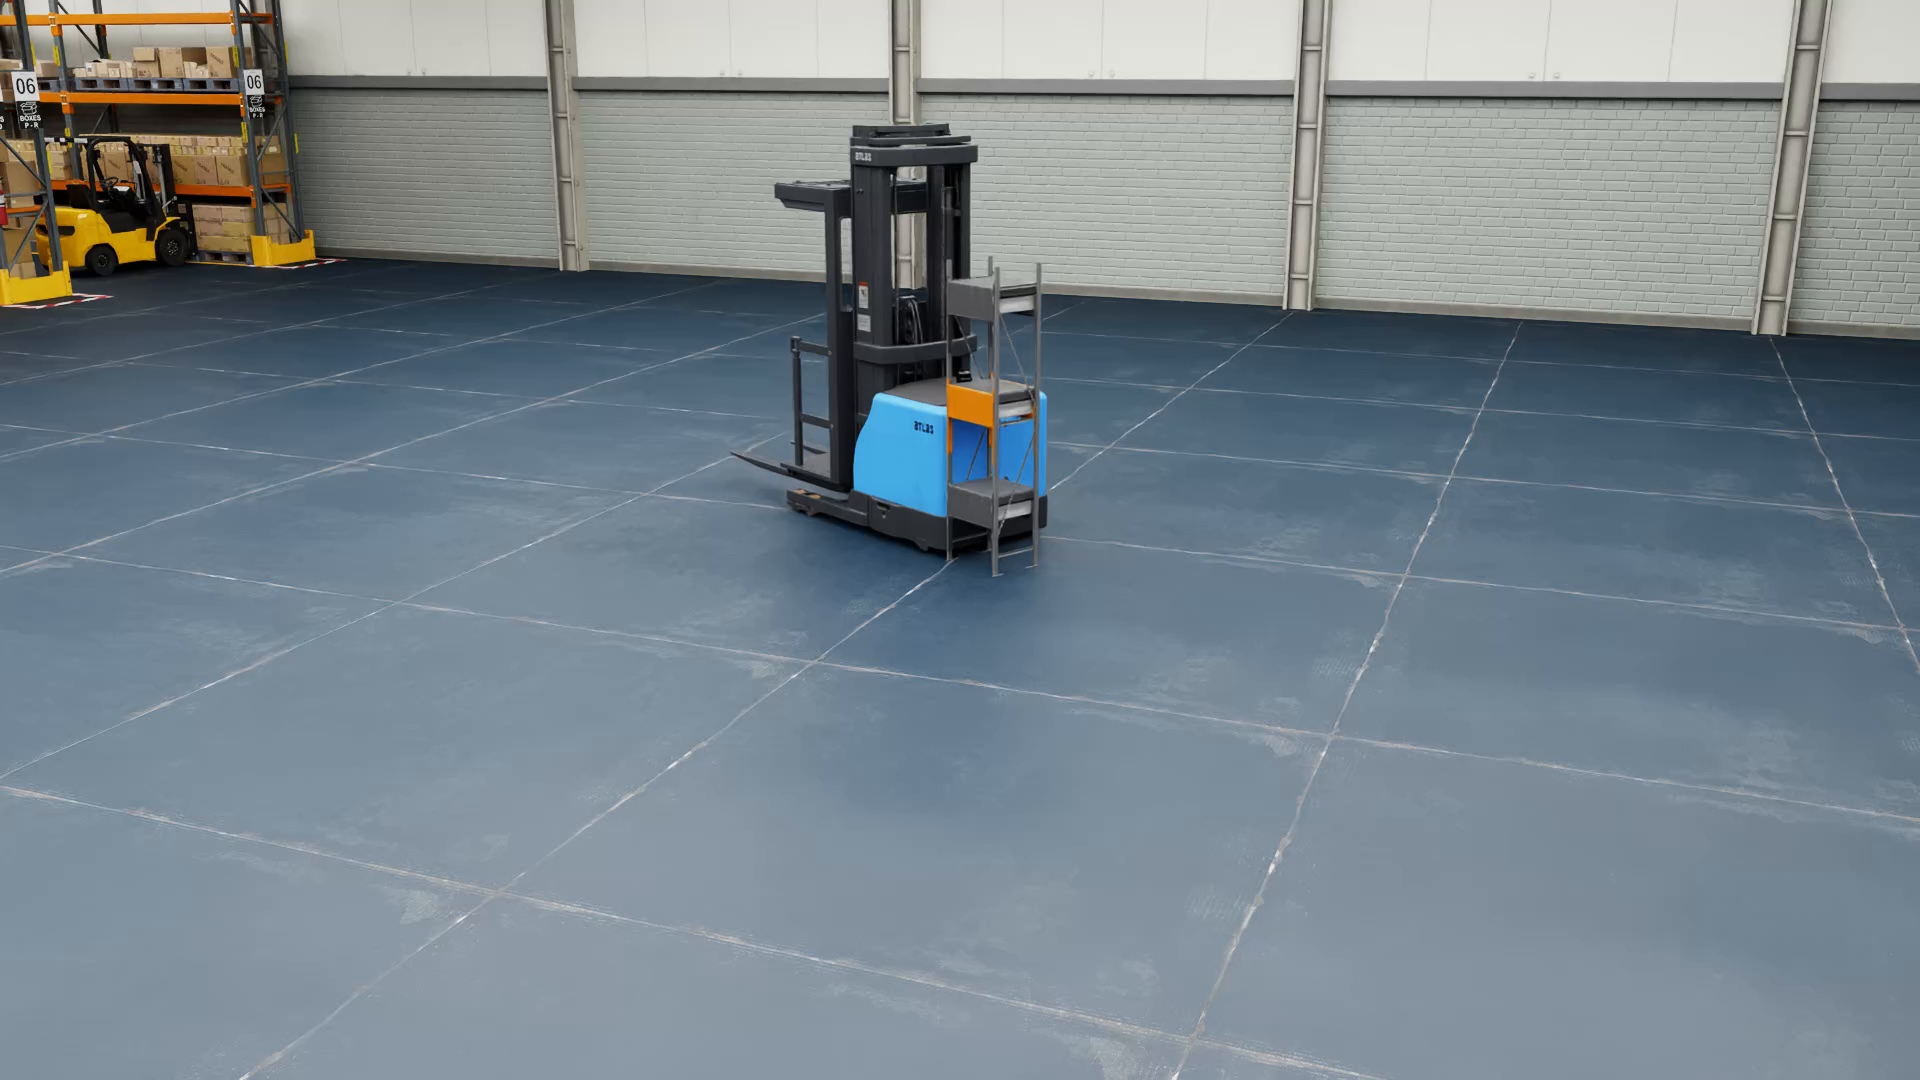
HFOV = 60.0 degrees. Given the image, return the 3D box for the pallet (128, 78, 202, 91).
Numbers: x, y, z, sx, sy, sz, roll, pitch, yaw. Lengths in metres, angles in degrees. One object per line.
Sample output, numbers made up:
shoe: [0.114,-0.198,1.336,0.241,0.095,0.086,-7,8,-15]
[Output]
pallet: [-13.448,-7.839,28.573,1.213,0.211,1.003,6,17,21]

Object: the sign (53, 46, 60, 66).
sign: [-15.572,-8.345,28.665,0.005,0.325,0.100,6,17,21]

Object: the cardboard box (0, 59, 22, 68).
cardboard box: [-16.859,-8.383,29.517,0.500,0.311,0.500,6,17,19]

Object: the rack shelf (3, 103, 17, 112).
rack shelf: [-15.339,-6.249,24.229,4.000,0.370,1.077,6,17,21]

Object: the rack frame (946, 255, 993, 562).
rack frame: [0.067,-0.891,11.475,0.400,2.100,0.015,-13,21,-38]

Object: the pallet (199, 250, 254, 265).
pallet: [-12.388,-4.965,28.899,1.213,0.211,1.003,6,17,21]

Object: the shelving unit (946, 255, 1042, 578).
shelving unit: [0.223,-0.838,11.295,0.431,2.100,0.503,-13,21,-38]

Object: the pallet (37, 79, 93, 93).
pallet: [-16.207,-8.082,29.595,1.217,0.209,0.805,6,17,18]

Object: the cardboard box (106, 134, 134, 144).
cardboard box: [-14.678,-7.012,29.071,0.250,0.149,0.380,6,17,20]

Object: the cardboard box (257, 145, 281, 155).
cardboard box: [-11.882,-6.699,28.525,0.250,0.149,0.380,6,17,19]

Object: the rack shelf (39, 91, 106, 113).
rack shelf: [-17.243,-7.946,30.074,4.000,0.370,1.077,6,17,21]

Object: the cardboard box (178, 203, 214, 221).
cardboard box: [-13.154,-5.664,28.690,0.500,0.250,0.500,7,17,21]

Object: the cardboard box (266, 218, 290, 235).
cardboard box: [-12.022,-5.460,28.884,0.500,0.250,0.500,7,17,22]

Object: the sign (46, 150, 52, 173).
sign: [-13.280,-5.506,24.206,0.005,0.325,0.100,6,17,21]

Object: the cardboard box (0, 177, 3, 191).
cardboard box: [-14.085,-5.124,23.732,0.500,0.500,0.500,6,17,20]

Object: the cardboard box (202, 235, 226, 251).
cardboard box: [-12.673,-5.138,28.670,0.500,0.250,0.500,6,17,21]

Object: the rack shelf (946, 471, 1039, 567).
rack shelf: [0.223,-0.153,11.494,0.431,0.518,0.480,-13,21,-38]

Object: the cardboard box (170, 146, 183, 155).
cardboard box: [-13.289,-6.684,28.476,0.250,0.149,0.380,6,17,21]

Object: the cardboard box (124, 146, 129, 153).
cardboard box: [-14.242,-6.788,28.832,0.250,0.149,0.380,6,17,20]

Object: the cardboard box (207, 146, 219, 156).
cardboard box: [-12.554,-6.620,28.255,0.250,0.149,0.380,7,17,22]

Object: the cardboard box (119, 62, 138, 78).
cardboard box: [-14.113,-8.041,28.421,0.258,0.266,0.396,6,17,19]

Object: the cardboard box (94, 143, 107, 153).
cardboard box: [-14.941,-6.879,29.146,0.250,0.149,0.380,7,17,22]

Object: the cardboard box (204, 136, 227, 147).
cardboard box: [-12.566,-6.758,28.197,0.250,0.149,0.380,7,17,22]

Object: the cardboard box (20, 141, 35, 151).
cardboard box: [-16.530,-7.036,29.687,0.250,0.149,0.380,6,17,19]

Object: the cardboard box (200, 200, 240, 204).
cardboard box: [-12.966,-5.801,29.160,0.500,0.250,0.500,6,17,20]

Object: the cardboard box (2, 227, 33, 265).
cardboard box: [-14.150,-4.347,24.602,0.500,0.500,0.500,6,17,19]

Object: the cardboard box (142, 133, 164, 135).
cardboard box: [-14.249,-7.125,29.460,0.250,0.149,0.380,6,17,20]

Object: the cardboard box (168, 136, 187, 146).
cardboard box: [-13.296,-6.826,28.430,0.250,0.149,0.380,7,17,22]

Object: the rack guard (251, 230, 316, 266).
rack guard: [-11.639,-5.034,28.618,0.348,0.500,1.175,6,17,21]

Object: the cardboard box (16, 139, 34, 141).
cardboard box: [-17.032,-7.265,30.477,0.250,0.149,0.380,6,17,21]

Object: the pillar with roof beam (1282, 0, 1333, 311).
pillar with roof beam: [3.187,-6.465,18.303,0.400,9.000,9.100,6,17,21]

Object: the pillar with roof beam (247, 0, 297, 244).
pillar with roof beam: [-13.558,-8.307,24.646,0.400,9.000,9.100,6,17,21]

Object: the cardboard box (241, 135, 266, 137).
cardboard box: [-12.120,-6.873,28.591,0.250,0.149,0.380,7,18,23]

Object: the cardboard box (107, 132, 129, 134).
cardboard box: [-14.974,-7.194,29.699,0.250,0.149,0.380,6,17,21]

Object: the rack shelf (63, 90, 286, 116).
rack shelf: [-13.522,-7.537,28.665,4.000,0.370,1.077,6,17,21]

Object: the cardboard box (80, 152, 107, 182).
cardboard box: [-15.065,-6.581,29.284,0.500,0.500,0.500,6,17,19]

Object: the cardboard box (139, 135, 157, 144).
cardboard box: [-13.967,-6.928,28.781,0.250,0.149,0.380,6,17,20]

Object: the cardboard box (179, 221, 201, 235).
cardboard box: [-13.179,-5.429,28.775,0.500,0.250,0.500,6,17,19]

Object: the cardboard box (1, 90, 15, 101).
cardboard box: [-13.668,-6.387,23.866,0.250,0.149,0.380,6,17,21]

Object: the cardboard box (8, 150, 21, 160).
cardboard box: [-16.887,-6.903,29.943,0.500,0.250,0.500,7,17,22]

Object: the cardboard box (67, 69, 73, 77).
cardboard box: [-16.100,-8.354,29.706,0.250,0.149,0.380,6,17,21]

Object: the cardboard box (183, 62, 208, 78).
cardboard box: [-12.779,-7.895,27.916,0.258,0.266,0.396,6,17,21]

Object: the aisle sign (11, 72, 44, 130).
aisle sign: [-13.308,-6.272,23.735,0.004,0.787,0.394,6,17,21]

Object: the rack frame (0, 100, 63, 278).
rack frame: [-13.479,-4.949,23.842,0.127,3.000,1.000,6,17,21]

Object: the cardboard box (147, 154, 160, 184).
cardboard box: [-13.643,-6.424,28.741,0.500,0.500,0.500,6,17,21]

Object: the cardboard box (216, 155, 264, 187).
cardboard box: [-12.215,-6.267,28.203,0.500,0.500,0.500,6,17,19]

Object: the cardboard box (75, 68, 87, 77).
cardboard box: [-15.076,-8.091,28.802,0.250,0.149,0.380,7,17,22]

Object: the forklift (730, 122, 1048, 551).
forklift: [-0.693,-1.672,12.675,1.130,2.935,3.031,-13,21,-38]

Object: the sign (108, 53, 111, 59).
sign: [-15.180,-8.517,29.682,0.005,0.325,0.100,6,17,21]

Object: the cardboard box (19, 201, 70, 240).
cardboard box: [-16.591,-5.839,30.414,0.625,0.625,0.875,6,17,20]

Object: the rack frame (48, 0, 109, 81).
rack frame: [-15.382,-9.527,28.851,0.127,3.000,1.000,6,17,21]
